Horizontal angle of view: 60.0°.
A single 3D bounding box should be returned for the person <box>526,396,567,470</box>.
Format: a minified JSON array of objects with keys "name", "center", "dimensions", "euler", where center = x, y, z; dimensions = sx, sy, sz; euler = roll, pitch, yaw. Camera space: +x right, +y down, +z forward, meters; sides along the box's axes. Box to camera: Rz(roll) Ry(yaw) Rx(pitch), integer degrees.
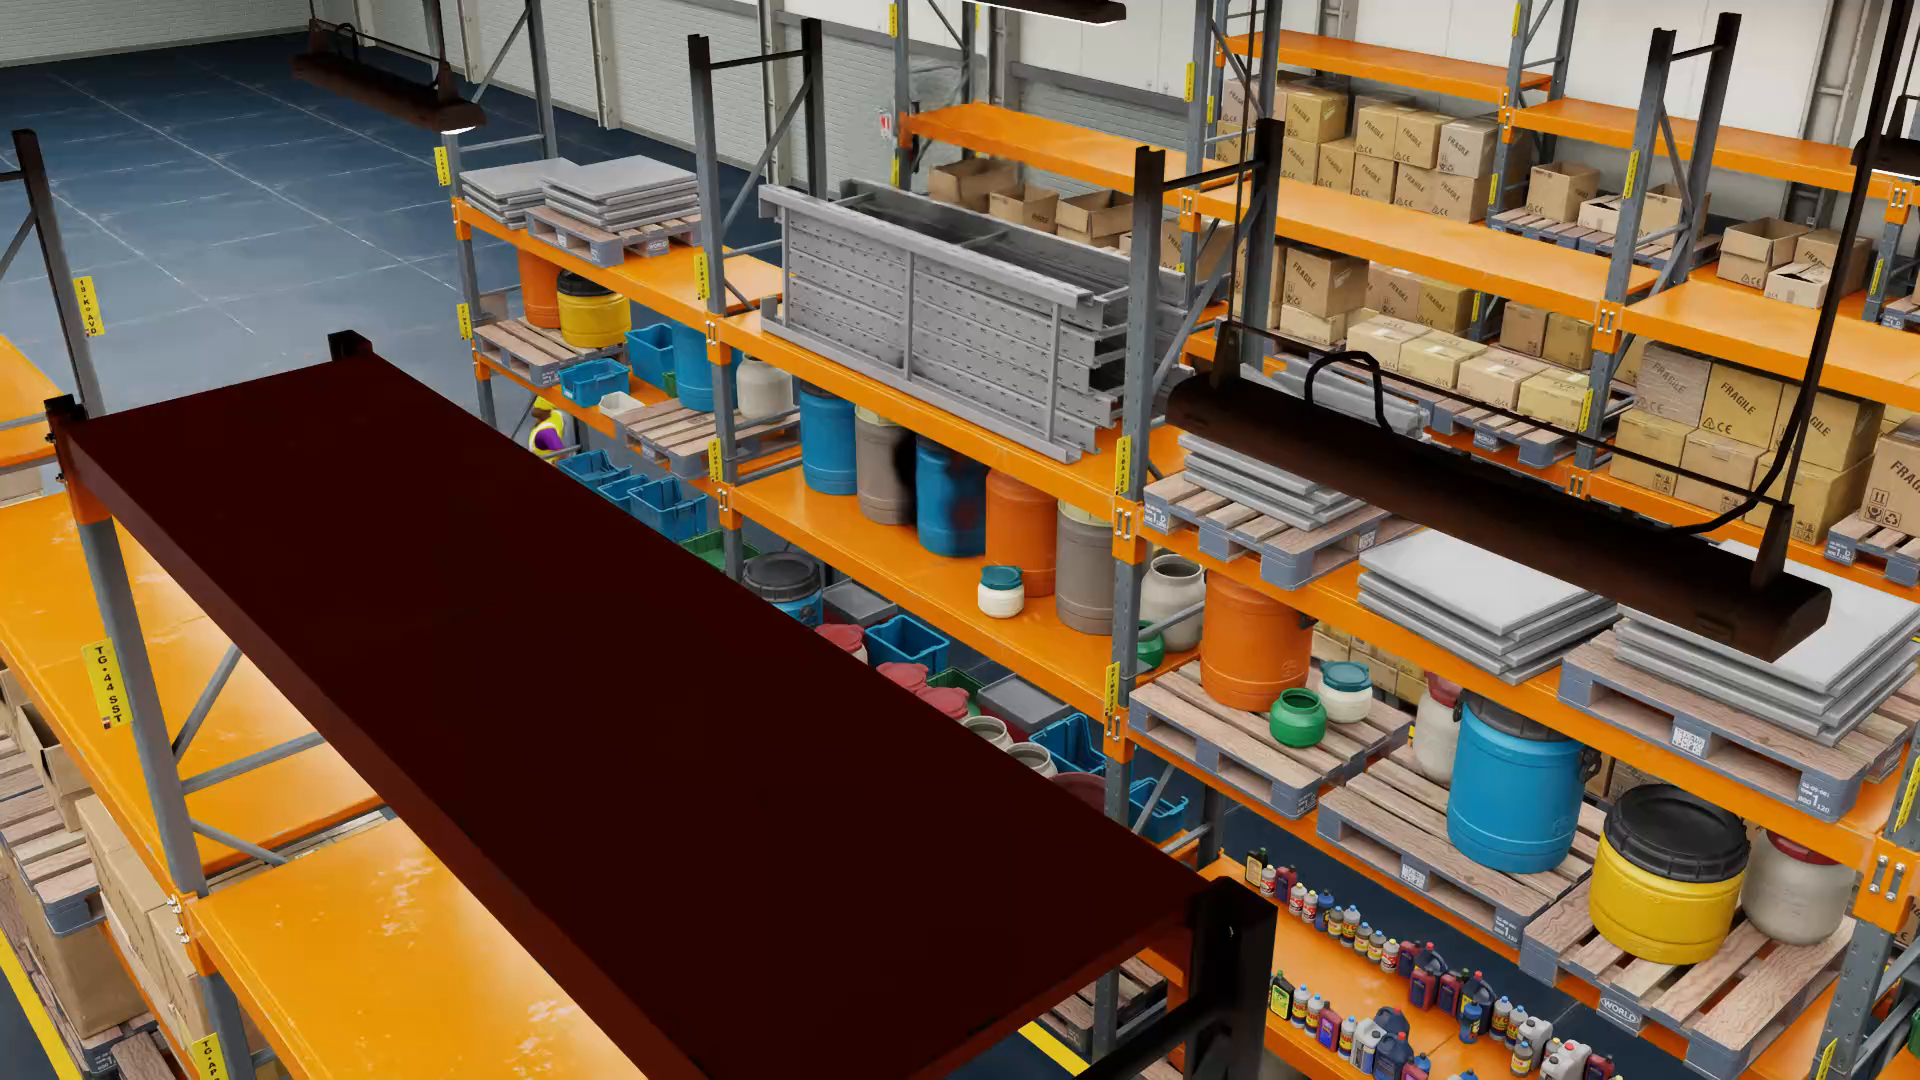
[{"name":"person","center":[-4.229,-0.743,17.117],"dimensions":[0.925,1.725,0.765],"euler":[-1,27,-2]}]
